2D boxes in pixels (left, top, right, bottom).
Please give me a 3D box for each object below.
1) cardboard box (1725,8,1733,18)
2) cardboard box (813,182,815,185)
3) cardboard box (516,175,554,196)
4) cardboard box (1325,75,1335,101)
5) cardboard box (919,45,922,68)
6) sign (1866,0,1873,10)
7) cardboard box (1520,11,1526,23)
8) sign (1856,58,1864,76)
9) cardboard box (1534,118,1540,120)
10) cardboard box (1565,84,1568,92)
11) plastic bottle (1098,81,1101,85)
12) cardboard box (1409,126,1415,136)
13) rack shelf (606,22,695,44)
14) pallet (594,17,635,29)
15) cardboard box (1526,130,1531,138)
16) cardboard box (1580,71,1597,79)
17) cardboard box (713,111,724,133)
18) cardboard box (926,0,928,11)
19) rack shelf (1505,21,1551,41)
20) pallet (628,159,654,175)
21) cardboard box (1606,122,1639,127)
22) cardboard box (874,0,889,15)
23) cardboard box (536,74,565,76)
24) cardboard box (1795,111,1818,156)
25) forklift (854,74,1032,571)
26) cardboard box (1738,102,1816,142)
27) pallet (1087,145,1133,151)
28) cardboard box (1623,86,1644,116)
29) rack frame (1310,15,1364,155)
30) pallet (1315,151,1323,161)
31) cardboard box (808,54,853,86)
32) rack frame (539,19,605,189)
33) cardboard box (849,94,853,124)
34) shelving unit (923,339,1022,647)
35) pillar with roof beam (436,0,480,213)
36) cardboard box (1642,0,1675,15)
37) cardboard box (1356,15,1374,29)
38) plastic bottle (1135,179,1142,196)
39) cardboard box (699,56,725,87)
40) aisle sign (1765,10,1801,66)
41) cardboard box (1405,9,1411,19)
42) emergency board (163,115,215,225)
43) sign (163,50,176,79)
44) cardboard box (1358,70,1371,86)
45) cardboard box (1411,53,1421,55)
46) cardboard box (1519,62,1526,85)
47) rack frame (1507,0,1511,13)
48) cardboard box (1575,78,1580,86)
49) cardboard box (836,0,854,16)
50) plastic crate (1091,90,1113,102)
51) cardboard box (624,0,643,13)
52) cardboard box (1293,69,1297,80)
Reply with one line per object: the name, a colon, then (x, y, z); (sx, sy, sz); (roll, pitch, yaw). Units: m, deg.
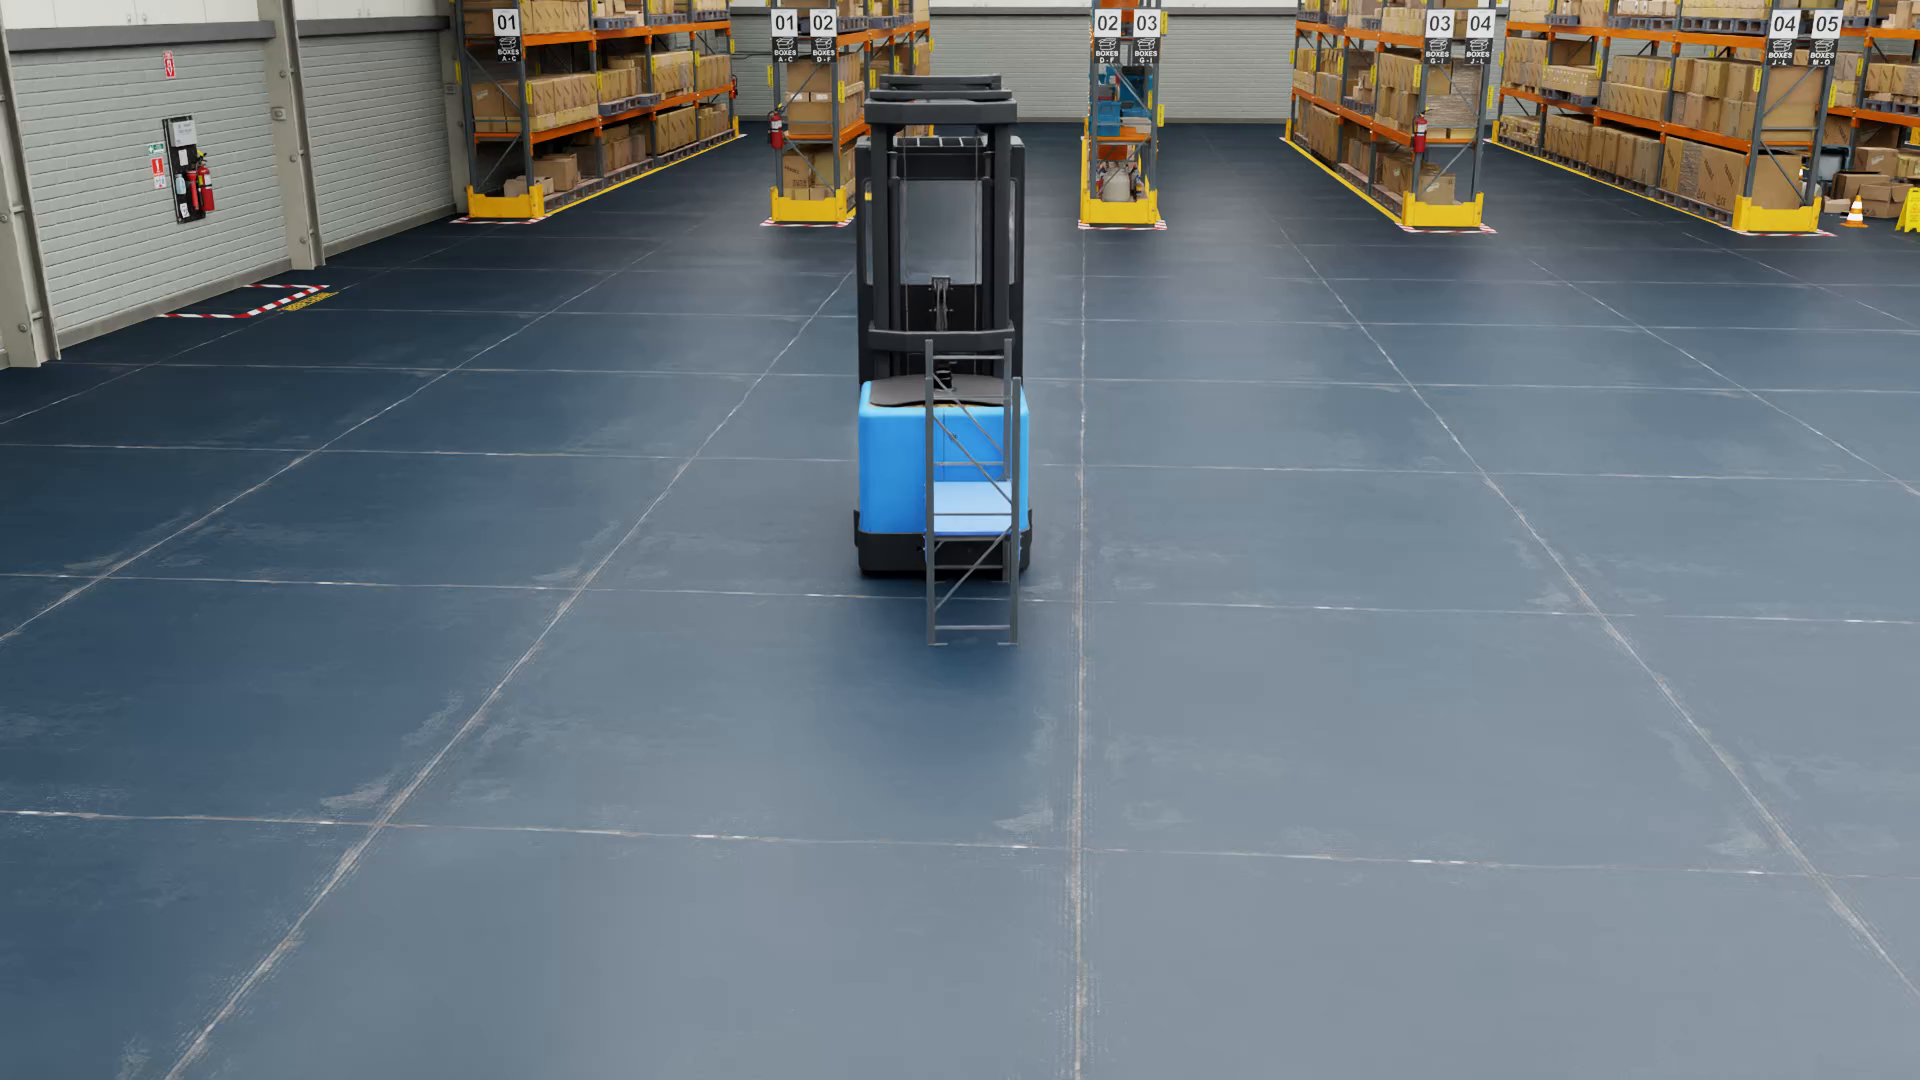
cardboard box: (12.199, -8.228, 25.967); (0.380, 0.149, 0.250); (1, 18, 4)
cardboard box: (-2.632, -5.755, 27.412); (0.500, 0.250, 0.500); (1, 18, 4)
cardboard box: (-7.160, -5.964, 27.920); (0.500, 0.311, 0.500); (3, 18, 8)
cardboard box: (7.956, -9.476, 34.866); (0.500, 0.500, 0.500); (2, 18, 5)
cardboard box: (-1.151, -11.243, 38.652); (0.500, 0.500, 0.500); (1, 18, 2)
sign: (17.386, -10.299, 31.761); (0.100, 0.325, 0.005); (1, 18, 4)
cardboard box: (13.215, -12.035, 38.259); (0.500, 0.250, 0.500); (1, 18, 2)
sign: (17.385, -9.136, 32.129); (0.100, 0.325, 0.005); (1, 18, 4)
cardboard box: (13.734, -9.857, 39.136); (0.380, 0.149, 0.250); (1, 18, 2)
cardboard box: (12.669, -9.296, 34.204); (0.380, 0.149, 0.250); (2, 18, 6)
plastic bottle: (3.050, -10.011, 36.737); (0.144, 0.351, 0.185); (1, 18, 4)
cardboard box: (7.281, -6.442, 26.168); (0.380, 0.149, 0.250); (1, 18, 4)
rack shelf: (-6.624, -10.833, 35.503); (1.077, 0.370, 4.000); (1, 18, 4)
pallet: (-6.832, -9.733, 31.294); (1.213, 0.211, 1.003); (1, 18, 4)
cardboard box: (12.996, -9.155, 37.473); (0.380, 0.149, 0.250); (1, 18, 2)
cardboard box: (12.593, -9.257, 33.131); (0.380, 0.149, 0.250); (1, 18, 3)
cardboard box: (-6.180, -10.249, 40.724); (0.700, 0.500, 0.500); (1, 18, 4)
cardboard box: (-1.035, -12.929, 40.185); (0.500, 0.250, 0.500); (1, 18, 4)
rack shelf: (13.425, -11.601, 37.848); (1.077, 0.370, 4.000); (1, 18, 4)
pallet: (-6.825, -7.560, 33.656); (1.003, 0.211, 1.213); (1, 18, 4)
cardboard box: (13.286, -8.231, 33.361); (0.500, 0.250, 0.500); (0, 18, 1)
cardboard box: (-1.828, -10.628, 33.562); (0.910, 0.500, 0.500); (1, 18, 4)
cardboard box: (-7.296, -8.039, 29.643); (0.500, 0.500, 0.500); (1, 18, 3)
cardboard box: (18.204, -8.532, 34.882); (0.875, 0.875, 0.875); (2, 18, 6)
forklift: (-0.135, -1.611, 11.131); (1.130, 2.935, 3.031); (0, 18, -1)
cardboard box: (12.403, -6.357, 25.265); (0.875, 0.550, 0.550); (1, 18, 4)
pallet: (3.304, -8.585, 36.785); (1.003, 0.211, 1.213); (1, 18, 4)
cardboard box: (12.585, -8.099, 30.662); (0.500, 0.500, 0.500); (1, 18, 3)
rack frame: (8.341, -10.038, 36.741); (1.000, 3.000, 0.127); (1, 18, 4)
pallet: (8.361, -8.472, 36.439); (1.003, 0.211, 1.213); (1, 18, 4)
cardboard box: (-2.210, -7.990, 28.245); (0.700, 0.500, 0.500); (1, 18, 4)
rack frame: (-7.054, -7.885, 30.171); (1.000, 3.000, 0.127); (1, 18, 4)
cardboard box: (-2.209, -7.366, 28.425); (0.700, 0.500, 0.500); (2, 18, 5)
shelving unit: (0.059, -0.292, 9.404); (0.538, 1.500, 1.048); (0, 18, -1)
pillar with roof beam: (-3.859, -9.635, 25.875); (9.100, 9.000, 0.400); (1, 18, 4)
cardboard box: (12.614, -9.591, 29.867); (0.500, 0.311, 0.500); (1, 18, 2)
cardboard box: (7.703, -9.691, 31.104); (0.500, 0.250, 0.500); (2, 18, 5)
plastic bottle: (2.982, -5.891, 27.758); (0.097, 0.271, 0.097); (0, 18, 0)
cardboard box: (-6.261, -11.370, 40.324); (0.980, 0.700, 0.700); (1, 18, 3)
aisle sign: (12.117, -7.389, 24.482); (0.394, 0.787, 0.004); (1, 18, 4)
cardboard box: (7.290, -8.352, 26.379); (0.380, 0.149, 0.250); (0, 18, 1)
emergency board: (-8.798, -4.250, 19.075); (0.194, 1.169, 0.643); (1, 18, 4)
sign: (-8.898, -5.351, 18.714); (0.001, 0.298, 0.199); (1, 18, 4)
cardboard box: (8.056, -8.875, 32.355); (0.500, 0.500, 0.500); (-1, 18, -3)
cardboard box: (8.010, -8.072, 28.496); (0.500, 0.500, 0.500); (1, 18, 4)
cardboard box: (13.169, -10.717, 38.174); (0.500, 0.500, 0.500); (1, 18, 2)
rack frame: (13.568, -13.989, 39.165); (1.000, 3.000, 0.127); (1, 18, 4)
cardboard box: (12.610, -9.204, 33.446); (0.380, 0.149, 0.250); (2, 18, 5)
cardboard box: (-2.008, -8.782, 27.031); (0.500, 0.500, 0.500); (1, 18, 4)
plastic crate: (2.557, -7.852, 29.966); (0.402, 0.464, 0.583); (1, 18, 4)
cardboard box: (-6.790, -10.959, 33.866); (0.700, 0.500, 0.500); (0, 18, 0)
cardboard box: (8.325, -11.208, 40.073); (0.500, 0.250, 0.500); (1, 18, 2)
